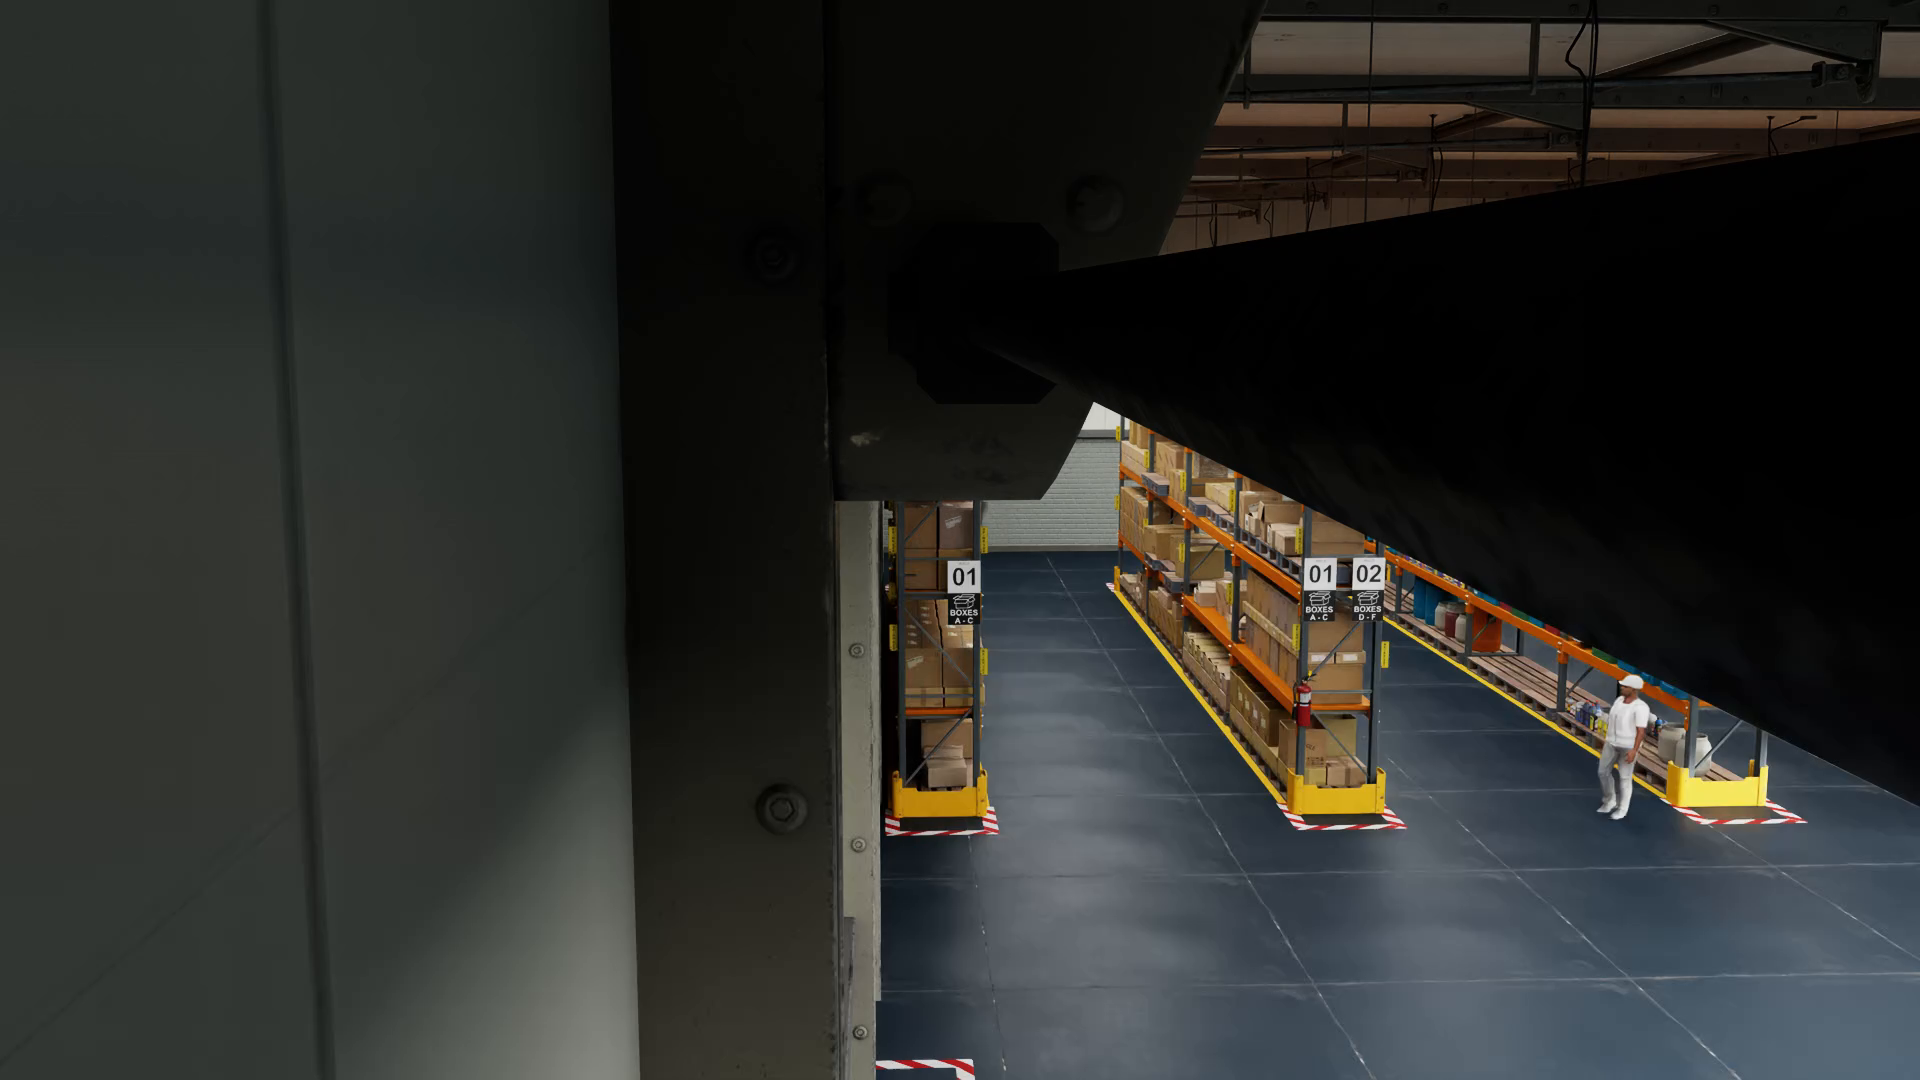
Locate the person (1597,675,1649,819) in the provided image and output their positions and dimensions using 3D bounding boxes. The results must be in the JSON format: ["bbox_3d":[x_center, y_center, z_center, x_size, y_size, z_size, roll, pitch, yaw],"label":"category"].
[{"bbox_3d":[8.155,2.551,20.465,0.511,1.805,0.602,-6,10,-34],"label":"person"}]
